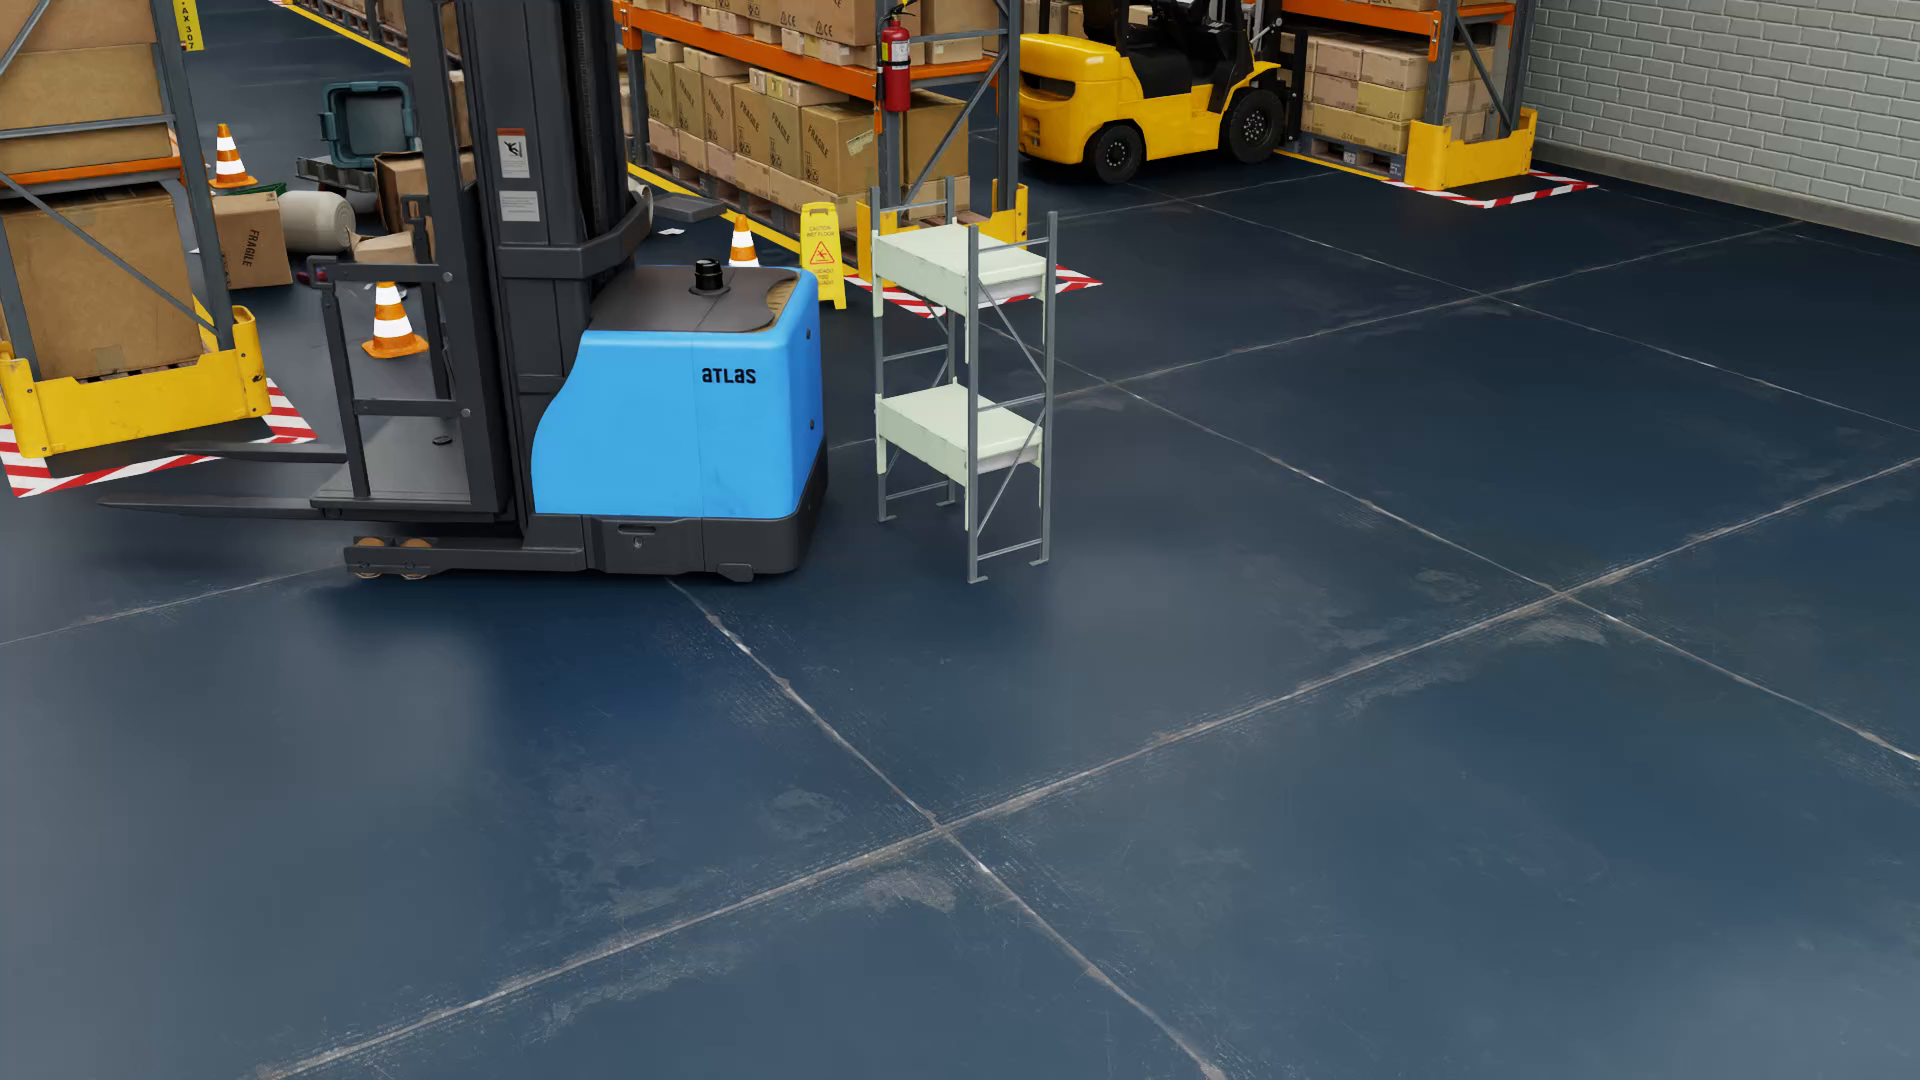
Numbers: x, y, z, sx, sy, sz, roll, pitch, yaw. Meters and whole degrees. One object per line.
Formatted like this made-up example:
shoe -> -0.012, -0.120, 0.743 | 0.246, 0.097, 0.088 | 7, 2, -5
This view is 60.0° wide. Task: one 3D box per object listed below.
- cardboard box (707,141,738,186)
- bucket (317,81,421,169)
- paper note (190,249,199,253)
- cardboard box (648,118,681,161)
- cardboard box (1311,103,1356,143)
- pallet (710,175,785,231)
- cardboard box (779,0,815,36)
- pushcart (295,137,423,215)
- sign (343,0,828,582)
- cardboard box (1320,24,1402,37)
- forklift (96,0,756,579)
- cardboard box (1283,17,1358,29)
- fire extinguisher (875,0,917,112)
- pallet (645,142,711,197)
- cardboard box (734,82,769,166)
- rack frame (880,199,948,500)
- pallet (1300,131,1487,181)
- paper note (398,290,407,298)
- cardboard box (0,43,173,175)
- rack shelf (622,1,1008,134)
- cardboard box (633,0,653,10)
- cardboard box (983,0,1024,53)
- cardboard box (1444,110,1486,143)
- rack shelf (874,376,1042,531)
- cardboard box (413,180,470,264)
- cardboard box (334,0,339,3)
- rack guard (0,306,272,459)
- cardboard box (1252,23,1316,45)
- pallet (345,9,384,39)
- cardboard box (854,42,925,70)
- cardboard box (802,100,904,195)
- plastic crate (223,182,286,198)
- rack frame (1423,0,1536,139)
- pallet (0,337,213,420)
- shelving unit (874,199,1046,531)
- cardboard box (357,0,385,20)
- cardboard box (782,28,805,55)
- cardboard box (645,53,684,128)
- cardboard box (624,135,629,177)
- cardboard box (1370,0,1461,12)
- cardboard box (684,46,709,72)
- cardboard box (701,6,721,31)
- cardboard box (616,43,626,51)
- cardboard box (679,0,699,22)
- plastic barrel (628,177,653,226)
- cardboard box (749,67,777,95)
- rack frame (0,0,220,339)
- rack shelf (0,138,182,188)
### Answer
cardboard box -> -1.561, -2.863, 12.530 | 0.500, 0.250, 0.500 | -16, 30, -30
bucket -> -4.336, -3.074, 12.302 | 0.726, 0.611, 0.620 | -6, 16, -12
paper note -> -5.216, -2.006, 11.464 | 0.142, 0.020, 0.147 | 7, 26, 15
cardboard box -> -2.154, -3.240, 13.330 | 0.500, 0.250, 0.500 | -17, 30, -32
cardboard box -> 3.097, -4.584, 14.259 | 1.003, 1.888, 2.032 | -15, 29, -29
pallet -> -2.265, -3.330, 14.057 | 1.045, 0.211, 5.110 | -16, 29, -30
cardboard box -> -0.863, -3.627, 10.954 | 0.500, 0.500, 0.500 | -15, 29, -29
pushcart -> -4.133, -2.833, 12.809 | 0.936, 0.377, 1.648 | 18, 31, 33
sign -> -1.565, -1.320, 6.736 | 2.177, 2.768, 2.025 | -16, 29, -30
cardboard box -> 3.447, -4.269, 14.338 | 0.516, 0.250, 0.516 | -17, 30, -32
forklift -> -2.143, -1.385, 6.750 | 3.031, 2.935, 1.121 | 2, 25, 3
cardboard box -> 3.173, -4.454, 14.729 | 0.500, 0.250, 0.500 | -16, 30, -31
fire extinguisher -> -0.390, -2.954, 10.084 | 0.296, 0.674, 0.183 | -16, 29, -30
pallet -> -1.853, -3.075, 13.516 | 1.003, 0.211, 1.213 | -16, 29, -30
cardboard box -> -1.279, -3.017, 11.977 | 0.500, 0.500, 0.500 | -16, 30, -31
rack frame -> -0.195, -0.807, 7.203 | 0.380, 1.308, 0.010 | -16, 29, -30
pallet -> 3.638, -3.298, 13.989 | 1.003, 0.211, 1.213 | -16, 29, -30
paper note -> -3.569, -1.546, 10.491 | 0.144, 0.017, 0.142 | -6, 26, -12
cardboard box -> -4.399, -2.138, 8.088 | 0.875, 0.550, 0.550 | -16, 29, -30
rack shelf -> -1.158, -3.527, 12.051 | 1.077, 0.370, 4.000 | -16, 29, -30
cardboard box -> -2.346, -4.267, 13.069 | 0.380, 0.149, 0.250 | -16, 29, -30
cardboard box -> 0.784, -5.574, 17.833 | 0.875, 0.625, 0.625 | -17, 30, -32
cardboard box -> 3.986, -3.463, 13.801 | 0.500, 0.250, 0.500 | -15, 29, -29
rack shelf -> 0.004, -0.381, 7.064 | 0.431, 0.370, 0.720 | -16, 29, -30
cardboard box -> -3.146, -2.047, 10.996 | 0.637, 0.503, 0.797 | 7, 26, 15
cardboard box -> -7.850, -7.353, 21.822 | 0.875, 0.438, 0.875 | -15, 29, -28
rack guard -> -4.145, -0.809, 8.377 | 1.175, 0.500, 0.348 | -16, 29, -30
cardboard box -> 2.740, -4.328, 14.463 | 0.500, 0.250, 0.500 | -16, 30, -31
pallet -> -6.966, -6.459, 20.684 | 1.003, 0.211, 1.213 | -16, 29, -30
cardboard box -> -0.449, -3.108, 10.613 | 0.380, 0.149, 0.250 | -14, 29, -28
cardboard box -> -0.722, -2.649, 11.197 | 0.500, 0.500, 0.500 | -15, 29, -29
plastic crate -> -5.149, -2.376, 11.995 | 0.450, 0.188, 0.662 | -10, 25, 2
rack frame -> 4.091, -4.295, 12.835 | 1.000, 3.000, 0.127 | -16, 29, -30
pallet -> -4.660, -0.954, 9.024 | 1.003, 0.211, 1.213 | -16, 29, -30
shelving unit -> 0.001, -0.678, 6.929 | 0.431, 1.308, 0.731 | -16, 29, -30
cardboard box -> -14.379, -2.508, 10.490 | 25.399, 1.350, 10.438 | -16, 30, -30
cardboard box -> -0.969, -3.354, 11.135 | 0.380, 0.149, 0.250 | -15, 29, -29
cardboard box -> -2.154, -3.580, 13.170 | 0.500, 0.500, 0.500 | -14, 29, -27
cardboard box -> -2.805, -2.738, 12.462 | 0.500, 0.500, 0.500 | 3, 25, 6
cardboard box -> 3.602, -4.455, 13.057 | 0.500, 0.500, 0.500 | -16, 30, -31
cardboard box -> -1.854, -3.631, 12.518 | 0.380, 0.149, 0.250 | -14, 29, -28
cardboard box -> -1.656, -3.807, 12.095 | 0.380, 0.149, 0.250 | -15, 29, -29
cardboard box -> -3.724, -4.534, 15.926 | 0.950, 0.372, 0.625 | -16, 30, -31
cardboard box -> -1.889, -4.004, 12.513 | 0.380, 0.149, 0.250 | -15, 29, -28
plastic barrel -> -2.462, -2.358, 11.749 | 0.512, 0.421, 0.421 | 3, 25, 6
cardboard box -> -1.256, -3.243, 11.696 | 0.380, 0.149, 0.250 | -14, 29, -27
rack frame -> -4.161, -1.947, 7.860 | 0.949, 2.616, 0.053 | -16, 29, -30
rack shelf -> -5.250, -2.458, 9.474 | 0.919, 0.052, 3.809 | -16, 29, -30
